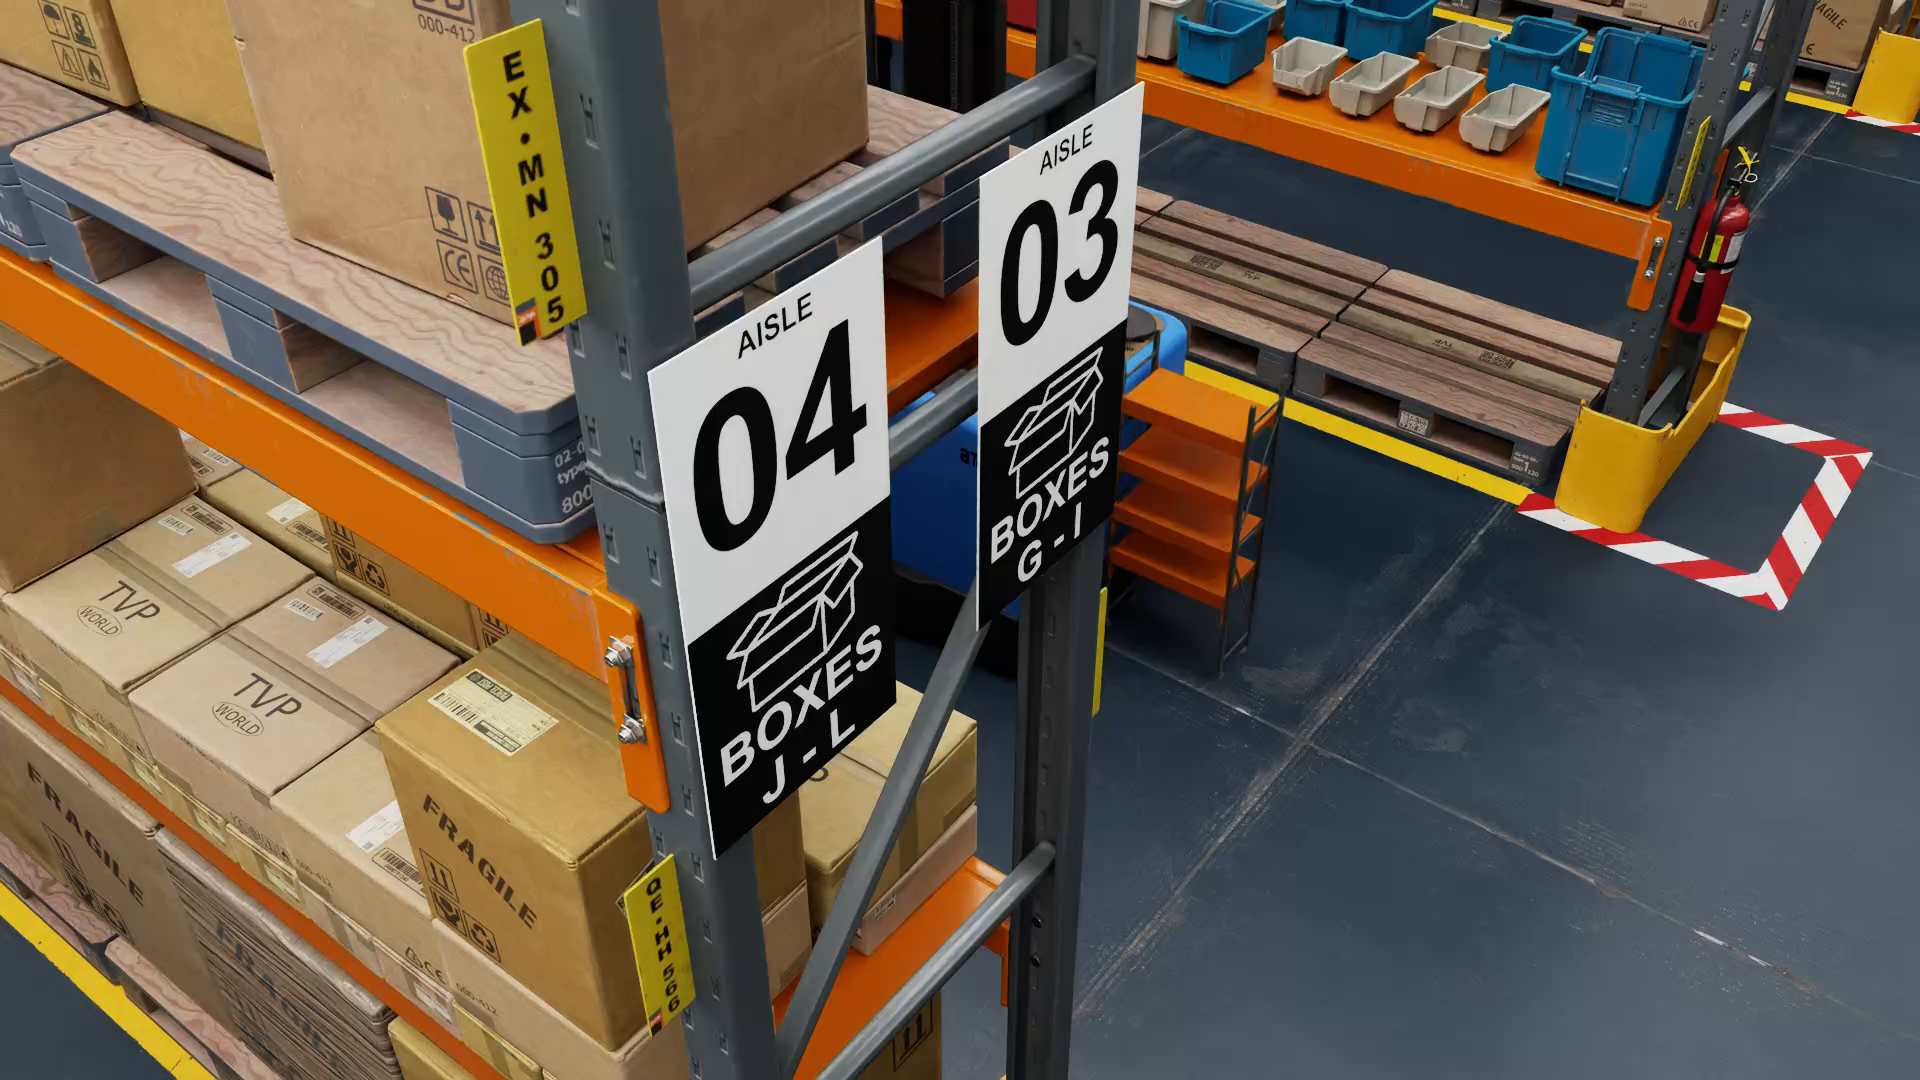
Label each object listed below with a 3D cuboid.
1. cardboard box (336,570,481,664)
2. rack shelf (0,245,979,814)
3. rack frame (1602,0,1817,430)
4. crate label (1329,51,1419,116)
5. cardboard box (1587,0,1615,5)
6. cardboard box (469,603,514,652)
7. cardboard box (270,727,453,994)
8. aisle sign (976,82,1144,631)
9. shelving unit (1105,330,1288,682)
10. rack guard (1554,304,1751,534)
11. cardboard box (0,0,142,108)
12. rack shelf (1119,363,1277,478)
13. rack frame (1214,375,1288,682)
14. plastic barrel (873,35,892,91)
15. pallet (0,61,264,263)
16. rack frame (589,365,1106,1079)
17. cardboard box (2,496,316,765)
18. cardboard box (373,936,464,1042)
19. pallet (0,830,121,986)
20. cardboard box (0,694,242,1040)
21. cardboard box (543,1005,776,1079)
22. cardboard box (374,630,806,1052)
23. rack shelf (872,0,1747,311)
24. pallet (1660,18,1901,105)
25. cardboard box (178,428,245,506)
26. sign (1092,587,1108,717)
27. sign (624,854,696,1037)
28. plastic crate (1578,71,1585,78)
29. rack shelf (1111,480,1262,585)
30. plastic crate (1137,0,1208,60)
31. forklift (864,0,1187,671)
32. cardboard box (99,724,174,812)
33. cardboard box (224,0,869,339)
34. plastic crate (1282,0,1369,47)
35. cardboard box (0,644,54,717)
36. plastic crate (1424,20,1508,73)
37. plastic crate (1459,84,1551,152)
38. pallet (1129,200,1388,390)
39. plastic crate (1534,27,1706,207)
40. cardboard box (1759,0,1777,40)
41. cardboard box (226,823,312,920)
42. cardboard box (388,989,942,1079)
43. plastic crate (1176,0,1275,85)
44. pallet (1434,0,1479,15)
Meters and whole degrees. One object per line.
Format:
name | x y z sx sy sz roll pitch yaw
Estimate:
cardboard box | -1.123 0.131 4.030 0.500 0.250 0.500 24 44 27
rack shelf | -1.681 -0.764 3.443 4.000 0.370 1.077 25 45 29
rack frame | 2.917 -1.543 6.287 0.127 3.000 1.000 25 45 29
crate label | 1.702 -1.887 6.892 0.243 0.136 0.396 25 45 29
cardboard box | 4.247 -3.954 11.035 0.637 0.503 0.797 25 45 29
cardboard box | -0.707 0.030 3.550 0.500 0.500 0.500 24 44 28
cardboard box | -1.041 0.583 3.453 0.500 0.250 0.500 24 44 28
aisle sign | 0.147 -0.261 2.541 0.004 0.787 0.394 25 45 29
shelving unit | 0.812 -0.102 5.907 0.503 1.200 0.258 24 44 28
rack guard | 2.944 -0.556 7.054 0.348 0.500 1.175 25 45 29
cardboard box | -1.352 -1.151 2.850 0.500 0.500 0.700 22 43 26
rack shelf | 0.812 -0.411 5.664 0.480 0.148 0.258 24 44 28
rack frame | 1.009 -0.013 5.793 0.015 1.200 0.240 24 44 28
plastic barrel | -0.682 -2.592 8.989 0.708 0.901 0.600 25 45 29
pallet | -1.661 -0.993 3.224 1.213 0.211 1.003 25 45 29
rack frame | -0.092 0.883 3.189 0.127 3.000 1.000 25 45 29
cardboard box | -1.862 0.199 3.943 0.500 0.250 0.500 25 45 29
cardboard box | -0.982 0.818 3.476 0.250 0.149 0.380 25 45 29
pallet | -2.713 0.806 5.550 1.213 0.211 1.003 25 45 29
cardboard box | -2.079 0.679 4.832 0.875 0.875 0.875 25 45 29
cardboard box | -0.575 1.009 3.231 0.250 0.149 0.380 26 45 29
cardboard box | -0.639 0.476 2.981 0.500 0.500 0.500 26 45 29
rack shelf | 1.328 -2.008 7.466 4.000 0.370 1.077 25 45 29
pallet | 5.235 -3.195 10.660 1.213 0.211 1.003 25 45 29
cardboard box | -1.941 -0.253 4.520 0.500 0.250 0.500 26 45 29
sign | 0.250 0.241 3.242 0.005 0.325 0.100 25 45 29
sign | -0.433 0.594 2.427 0.005 0.325 0.100 25 45 29
plastic crate | 2.716 -1.877 6.879 0.298 0.136 0.250 25 45 29
rack shelf | 0.812 -0.049 5.948 0.480 0.148 0.258 24 44 28
plastic crate | 0.841 -2.356 7.373 0.530 0.282 0.437 25 45 29
forklift | -0.646 -1.407 6.169 3.031 2.935 1.130 24 44 28
cardboard box | -1.789 0.437 3.963 0.250 0.149 0.380 26 45 29
cardboard box | -0.538 -0.711 2.289 0.500 0.500 0.700 23 43 26
plastic crate | 1.636 -2.359 7.418 0.300 0.233 0.416 25 45 29
cardboard box | -2.207 0.242 4.211 0.250 0.149 0.380 26 45 29
plastic crate | 2.177 -2.131 7.204 0.298 0.136 0.250 25 45 29
plastic crate | 2.159 -1.679 6.627 0.243 0.136 0.396 25 45 29
pallet | 1.320 -1.230 8.149 1.213 0.211 1.003 25 45 29
plastic crate | 2.537 -1.614 6.301 0.499 0.435 0.616 25 45 29
cardboard box | 5.081 -3.303 10.477 0.250 0.166 0.380 25 45 29
cardboard box | -1.387 0.628 3.719 0.250 0.149 0.380 24 44 28
cardboard box | -0.649 1.353 3.971 0.875 0.875 0.875 25 45 29
plastic crate | 1.130 -2.144 7.142 0.300 0.233 0.416 25 45 29
pallet | 3.297 -4.109 11.827 1.213 0.211 1.003 25 45 29
